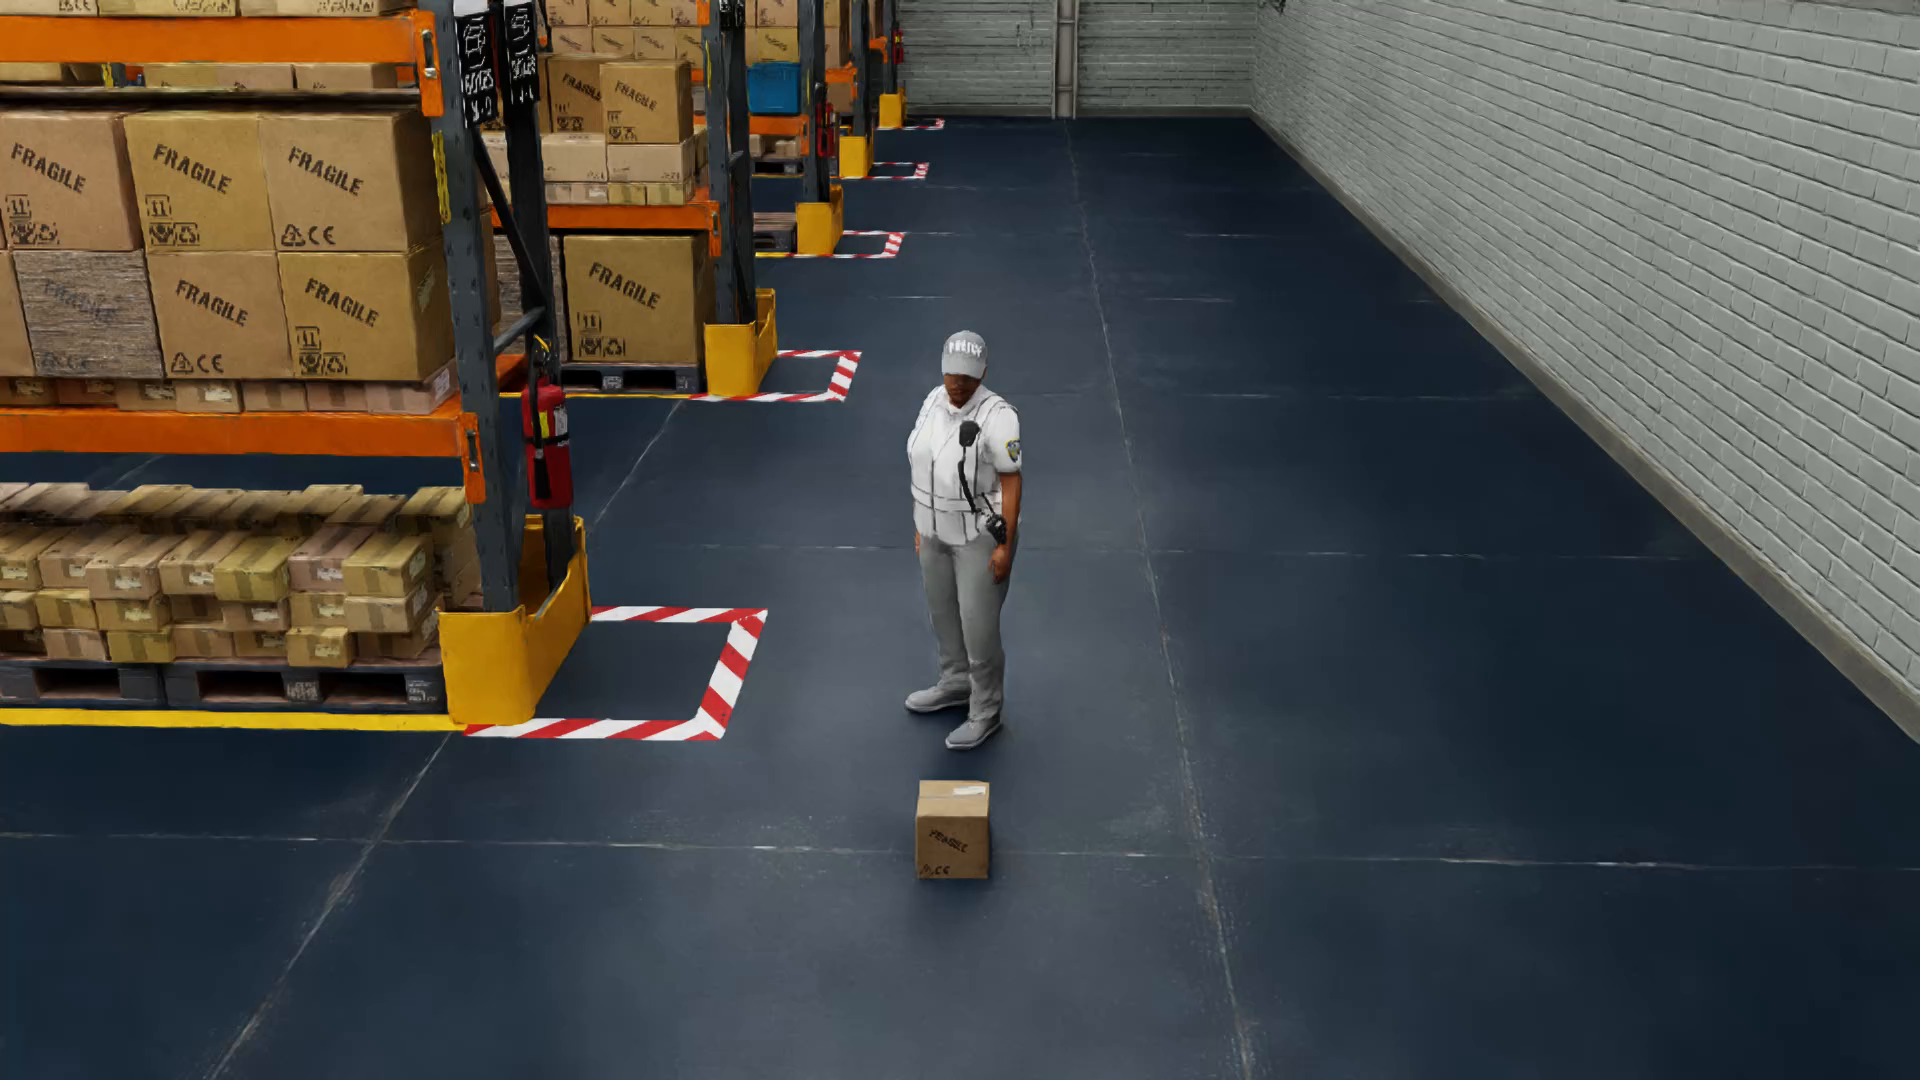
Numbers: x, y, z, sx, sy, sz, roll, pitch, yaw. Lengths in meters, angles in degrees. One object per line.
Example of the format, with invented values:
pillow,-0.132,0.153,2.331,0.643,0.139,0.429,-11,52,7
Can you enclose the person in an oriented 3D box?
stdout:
person,0.001,-0.022,6.608,0.526,1.670,0.409,19,28,40
